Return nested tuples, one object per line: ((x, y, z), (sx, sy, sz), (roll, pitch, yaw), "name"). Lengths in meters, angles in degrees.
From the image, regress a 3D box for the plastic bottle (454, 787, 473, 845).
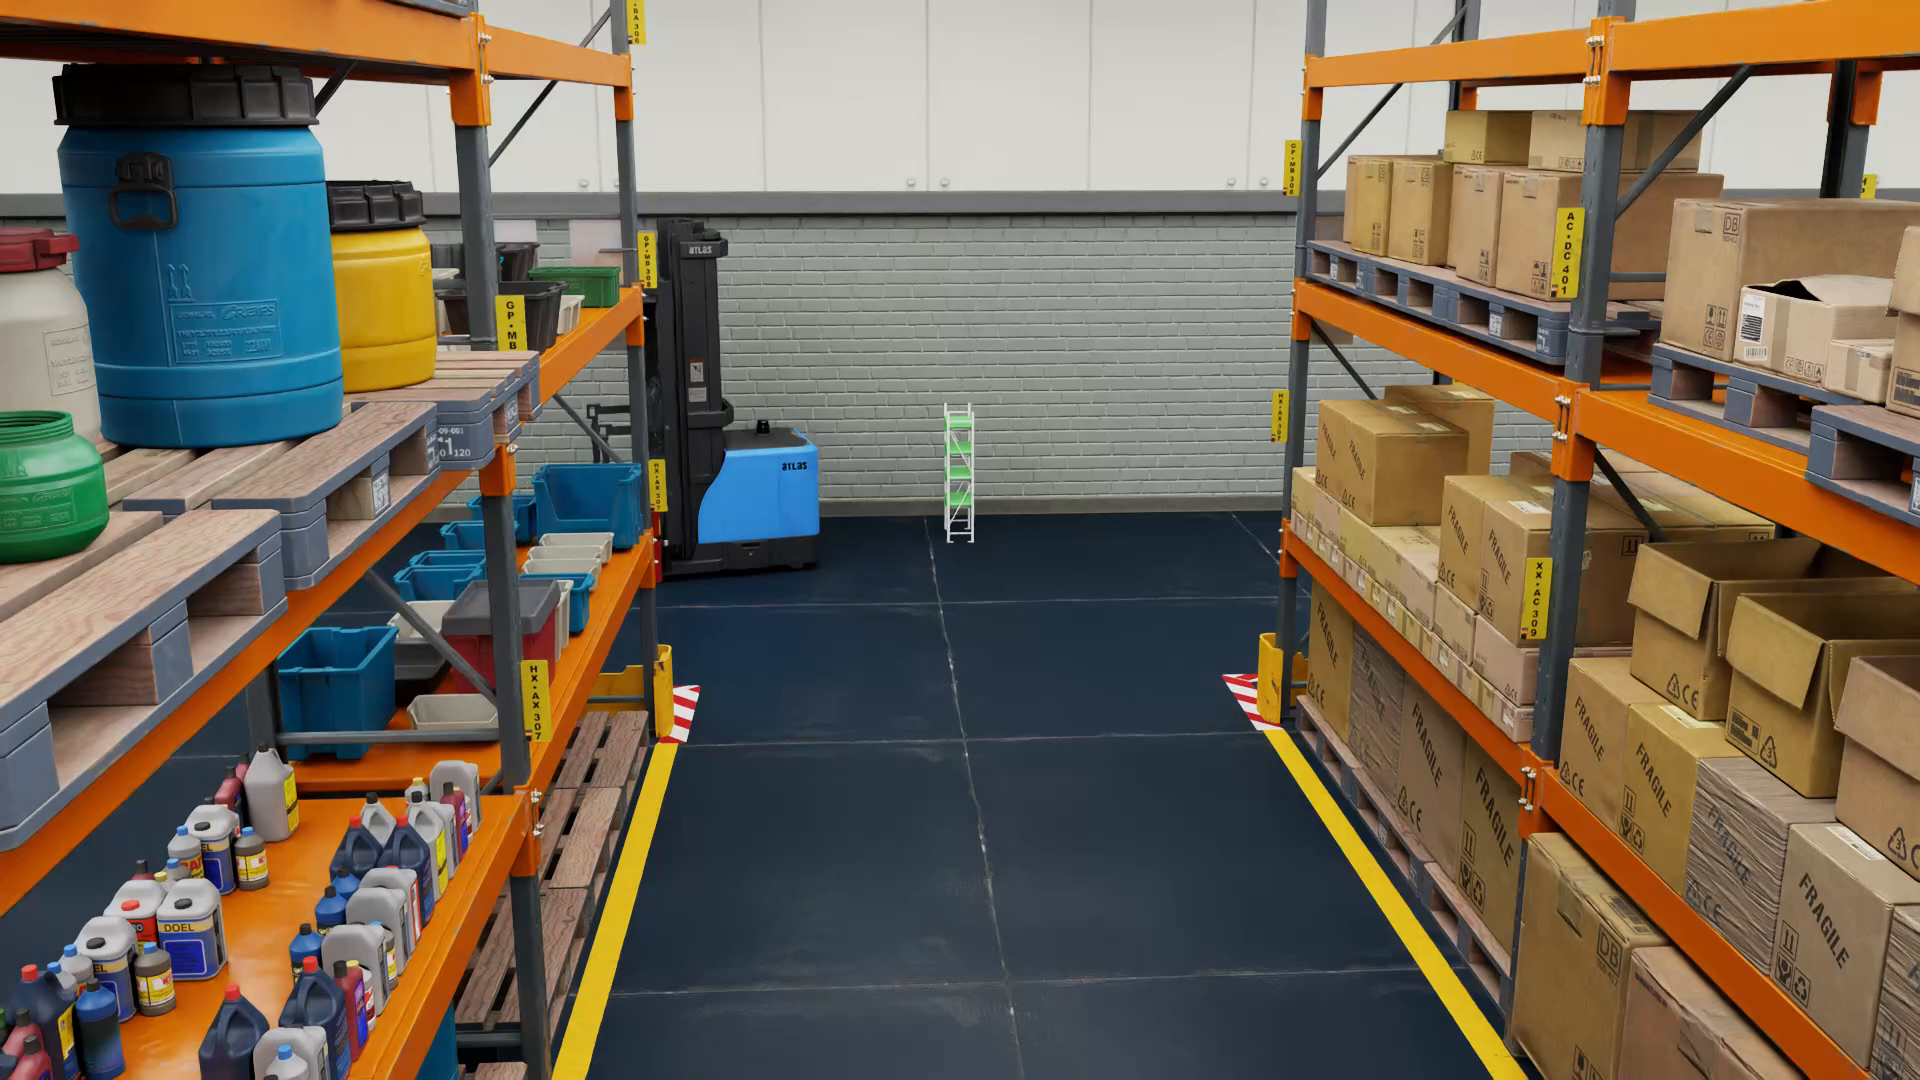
((-1.772, 0.970, 5.858), (0.097, 0.201, 0.097), (0, 14, 0), "plastic bottle")

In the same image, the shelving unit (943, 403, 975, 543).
((-0.010, -0.622, 15.260), (0.258, 1.200, 0.503), (-1, 14, -3), "shelving unit")

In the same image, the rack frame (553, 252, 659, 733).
((-2.402, -0.242, 10.171), (1.000, 3.000, 0.127), (-1, 14, -3), "rack frame")

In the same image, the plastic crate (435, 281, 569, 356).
((-1.957, -0.950, 7.165), (0.497, 0.269, 0.590), (-1, 14, -3), "plastic crate")

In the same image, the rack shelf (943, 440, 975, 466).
((-0.010, -0.793, 15.217), (0.258, 0.148, 0.480), (-1, 14, -3), "rack shelf")

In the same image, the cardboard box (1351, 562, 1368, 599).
((2.317, 0.216, 8.894), (0.380, 0.149, 0.250), (-1, 14, -4), "cardboard box")

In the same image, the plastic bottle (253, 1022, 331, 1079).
((-1.696, 1.350, 4.232), (0.152, 0.276, 0.135), (-1, 14, -3), "plastic bottle")

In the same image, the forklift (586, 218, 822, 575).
((-2.766, -1.179, 13.949), (3.031, 2.935, 1.130), (-4, 15, -16), "forklift")

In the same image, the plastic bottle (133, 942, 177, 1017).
((-2.310, 1.251, 4.766), (0.097, 0.201, 0.097), (0, 14, 0), "plastic bottle")

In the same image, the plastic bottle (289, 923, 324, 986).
((-1.853, 1.222, 4.739), (0.097, 0.271, 0.097), (0, 14, 0), "plastic bottle")

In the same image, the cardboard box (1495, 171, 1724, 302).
((2.681, -1.270, 6.904), (0.700, 0.500, 0.500), (-2, 15, -7), "cardboard box")

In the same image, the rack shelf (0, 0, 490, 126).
((-2.030, -1.113, 3.764), (1.077, 0.370, 4.000), (-1, 14, -3), "rack shelf")

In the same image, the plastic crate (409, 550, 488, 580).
((-2.633, 0.204, 8.654), (0.416, 0.233, 0.300), (-1, 14, -3), "plastic crate")

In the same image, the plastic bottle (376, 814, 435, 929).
((-1.759, 1.046, 5.264), (0.144, 0.351, 0.185), (-1, 14, -3), "plastic bottle")

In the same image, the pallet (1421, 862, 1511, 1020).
((2.821, 1.836, 7.689), (1.003, 0.211, 1.213), (-1, 14, -3), "pallet")

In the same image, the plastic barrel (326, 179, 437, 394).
((-1.895, -0.771, 4.985), (0.600, 0.588, 0.600), (0, 14, 0), "plastic barrel")

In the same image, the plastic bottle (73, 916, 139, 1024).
((-2.434, 1.222, 4.731), (0.152, 0.276, 0.135), (-1, 14, -3), "plastic bottle")

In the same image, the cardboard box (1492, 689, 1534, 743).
((2.444, 0.727, 6.908), (0.380, 0.149, 0.250), (-1, 14, -3), "cardboard box")

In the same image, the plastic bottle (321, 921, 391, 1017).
((-1.730, 1.213, 4.764), (0.152, 0.276, 0.135), (-1, 14, -3), "plastic bottle")

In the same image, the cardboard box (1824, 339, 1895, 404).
((2.732, -0.486, 4.759), (0.380, 0.149, 0.250), (-1, 15, -6), "cardboard box")

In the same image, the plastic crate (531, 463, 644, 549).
((-2.194, -0.208, 9.847), (0.616, 0.435, 0.499), (-1, 14, -3), "plastic crate")

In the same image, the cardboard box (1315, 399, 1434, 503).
((2.333, -0.505, 9.393), (0.500, 0.500, 0.500), (-1, 14, -5), "cardboard box")

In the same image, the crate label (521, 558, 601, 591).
((-2.125, 0.198, 8.871), (0.396, 0.136, 0.243), (-1, 14, -3), "crate label")

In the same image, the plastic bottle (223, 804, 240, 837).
((-2.523, 1.008, 5.710), (0.097, 0.201, 0.097), (0, 14, 0), "plastic bottle")

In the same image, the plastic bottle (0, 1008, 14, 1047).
((-2.447, 1.347, 4.231), (0.061, 0.283, 0.133), (-1, 14, -3), "plastic bottle")

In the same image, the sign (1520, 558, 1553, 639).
((2.236, 0.228, 6.450), (0.100, 0.325, 0.005), (-1, 14, -3), "sign")

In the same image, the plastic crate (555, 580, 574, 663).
((-2.064, 0.398, 7.799), (0.437, 0.282, 0.530), (-1, 14, -3), "plastic crate")

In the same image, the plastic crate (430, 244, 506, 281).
((-2.581, -1.281, 8.312), (0.504, 0.338, 0.767), (-1, 14, -3), "plastic crate")

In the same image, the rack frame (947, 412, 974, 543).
((0.005, -0.562, 15.025), (0.240, 1.200, 0.015), (-1, 14, -3), "rack frame")

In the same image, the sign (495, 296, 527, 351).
((-1.605, -0.712, 5.961), (0.100, 0.325, 0.005), (-1, 14, -3), "sign")

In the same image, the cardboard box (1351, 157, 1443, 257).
((2.542, -1.801, 8.967), (0.700, 0.500, 0.500), (-1, 14, -5), "cardboard box")

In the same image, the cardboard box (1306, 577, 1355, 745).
((2.661, 0.665, 10.067), (0.875, 0.875, 0.875), (-1, 14, -3), "cardboard box")

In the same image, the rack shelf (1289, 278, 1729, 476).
((2.666, -0.925, 8.251), (1.077, 0.370, 4.000), (-1, 14, -3), "rack shelf")

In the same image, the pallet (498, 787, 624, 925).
((-2.317, 1.617, 8.543), (1.003, 0.211, 1.213), (-1, 14, -3), "pallet")

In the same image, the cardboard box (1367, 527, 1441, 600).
((2.406, 0.117, 8.478), (0.500, 0.250, 0.500), (-1, 14, -5), "cardboard box")

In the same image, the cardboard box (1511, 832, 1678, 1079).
((2.849, 1.661, 6.197), (1.225, 0.875, 0.875), (-1, 14, -3), "cardboard box")

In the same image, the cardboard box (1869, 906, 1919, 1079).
((2.699, 1.250, 4.169), (0.500, 0.500, 0.500), (-1, 14, -5), "cardboard box")

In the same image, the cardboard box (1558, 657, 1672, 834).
((2.569, 0.746, 6.130), (0.500, 0.500, 0.500), (-1, 14, -3), "cardboard box")

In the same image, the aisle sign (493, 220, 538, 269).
((-2.702, -1.514, 9.899), (0.394, 0.787, 0.004), (-1, 14, -3), "aisle sign")

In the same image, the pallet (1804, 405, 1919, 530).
((2.872, -0.128, 4.085), (1.003, 0.211, 1.213), (0, 14, -1), "pallet")

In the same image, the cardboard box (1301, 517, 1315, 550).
((2.252, -0.040, 9.889), (0.380, 0.149, 0.250), (-1, 14, -4), "cardboard box")

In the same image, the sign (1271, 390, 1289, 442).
((1.988, -0.769, 10.323), (0.100, 0.325, 0.005), (-1, 14, -3), "sign")

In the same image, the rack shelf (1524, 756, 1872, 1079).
((2.914, 1.522, 4.759), (1.077, 0.370, 4.000), (-1, 14, -3), "rack shelf")

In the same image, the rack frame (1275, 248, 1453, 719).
((2.542, -0.319, 10.469), (1.000, 3.000, 0.127), (-1, 14, -3), "rack frame")

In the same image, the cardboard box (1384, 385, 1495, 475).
((2.834, -0.636, 9.902), (0.500, 0.500, 0.500), (-1, 14, -3), "cardboard box")

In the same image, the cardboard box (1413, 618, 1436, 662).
((2.380, 0.471, 7.903), (0.380, 0.149, 0.250), (-1, 14, -2), "cardboard box")

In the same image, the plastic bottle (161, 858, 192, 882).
((-2.497, 1.114, 5.298), (0.097, 0.201, 0.097), (0, 14, 0), "plastic bottle")

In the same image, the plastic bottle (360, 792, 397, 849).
((-1.914, 1.002, 5.434), (0.144, 0.351, 0.185), (-1, 14, -3), "plastic bottle")

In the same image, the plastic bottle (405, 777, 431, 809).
((-1.930, 0.948, 5.943), (0.097, 0.201, 0.097), (0, 14, 0), "plastic bottle")

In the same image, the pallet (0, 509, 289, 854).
((-1.856, 0.194, 2.834), (1.003, 0.211, 1.213), (-1, 14, -3), "pallet")
